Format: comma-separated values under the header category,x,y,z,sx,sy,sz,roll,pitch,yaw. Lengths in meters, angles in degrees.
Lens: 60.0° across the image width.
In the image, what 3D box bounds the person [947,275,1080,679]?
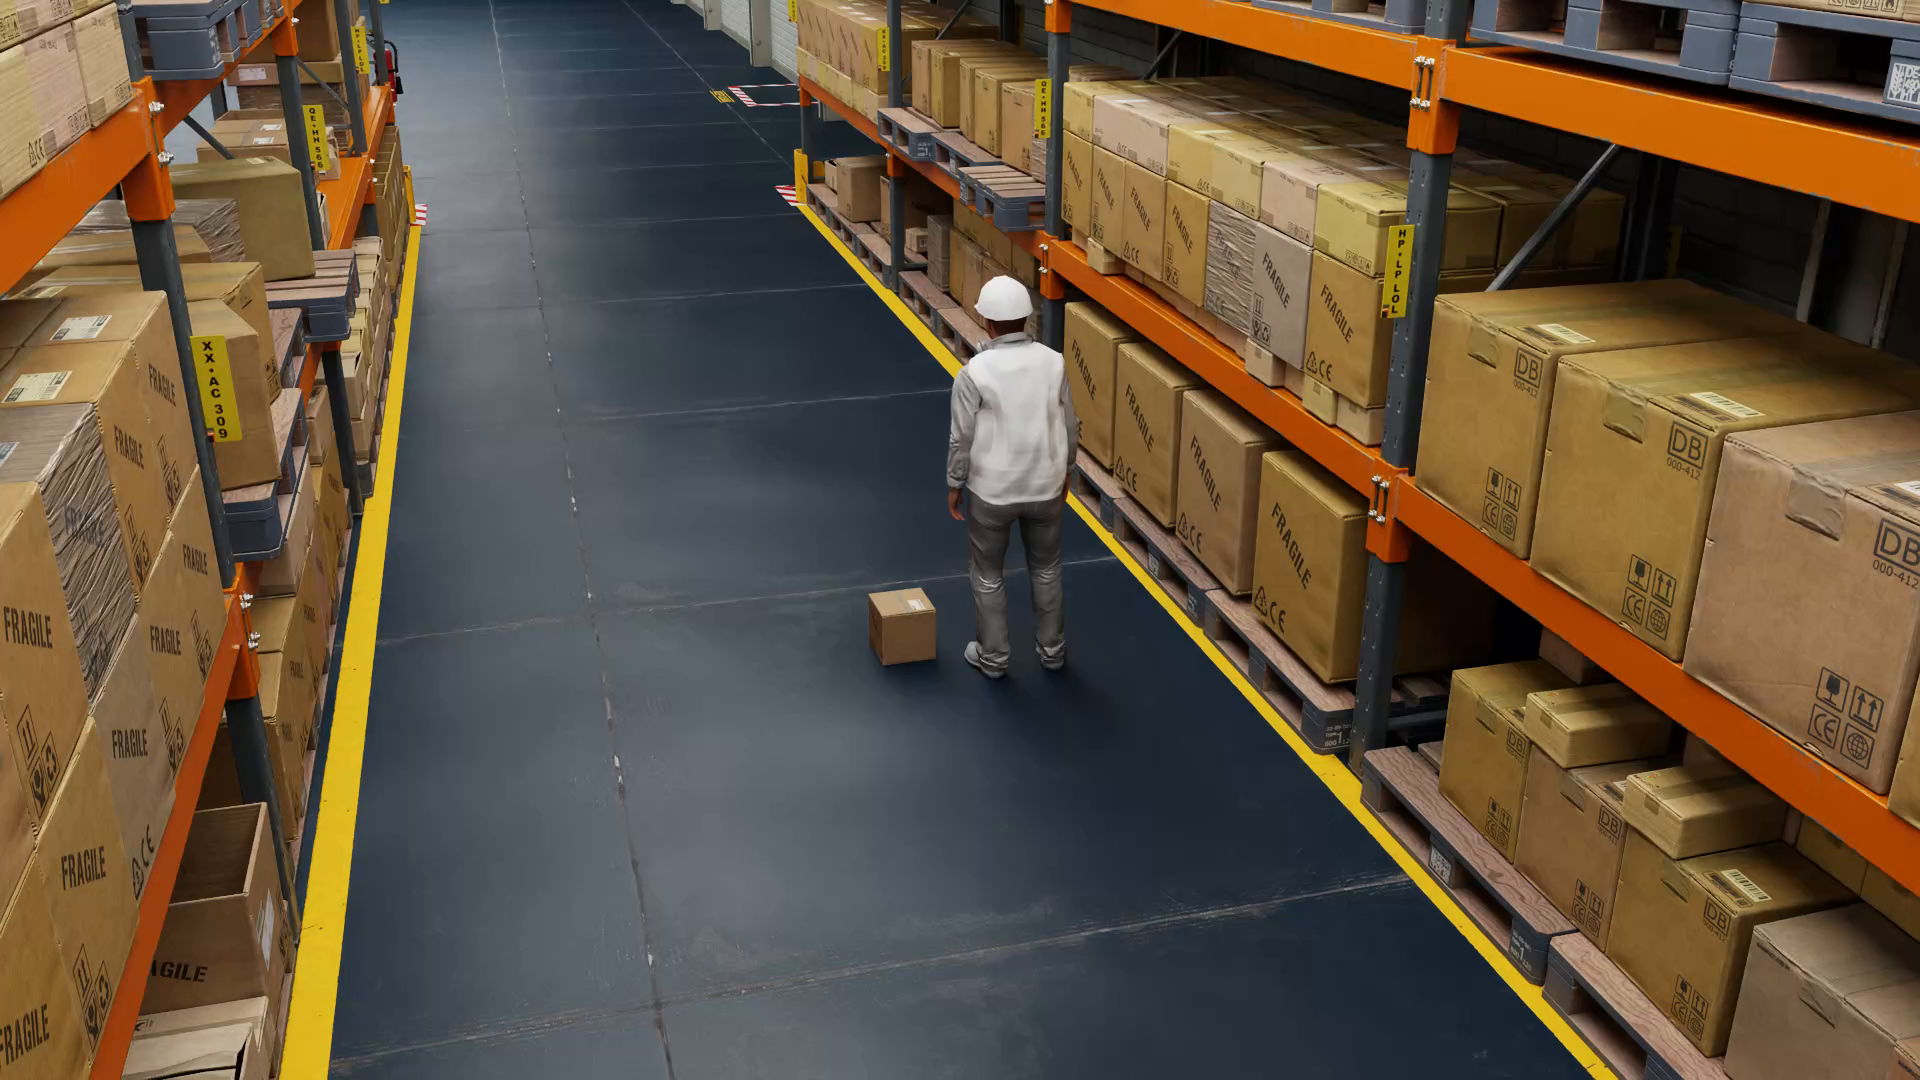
category,x,y,z,sx,sy,sz,roll,pitch,yaw
person,0.225,-0.251,7.160,0.594,1.769,0.461,-7,24,-16
